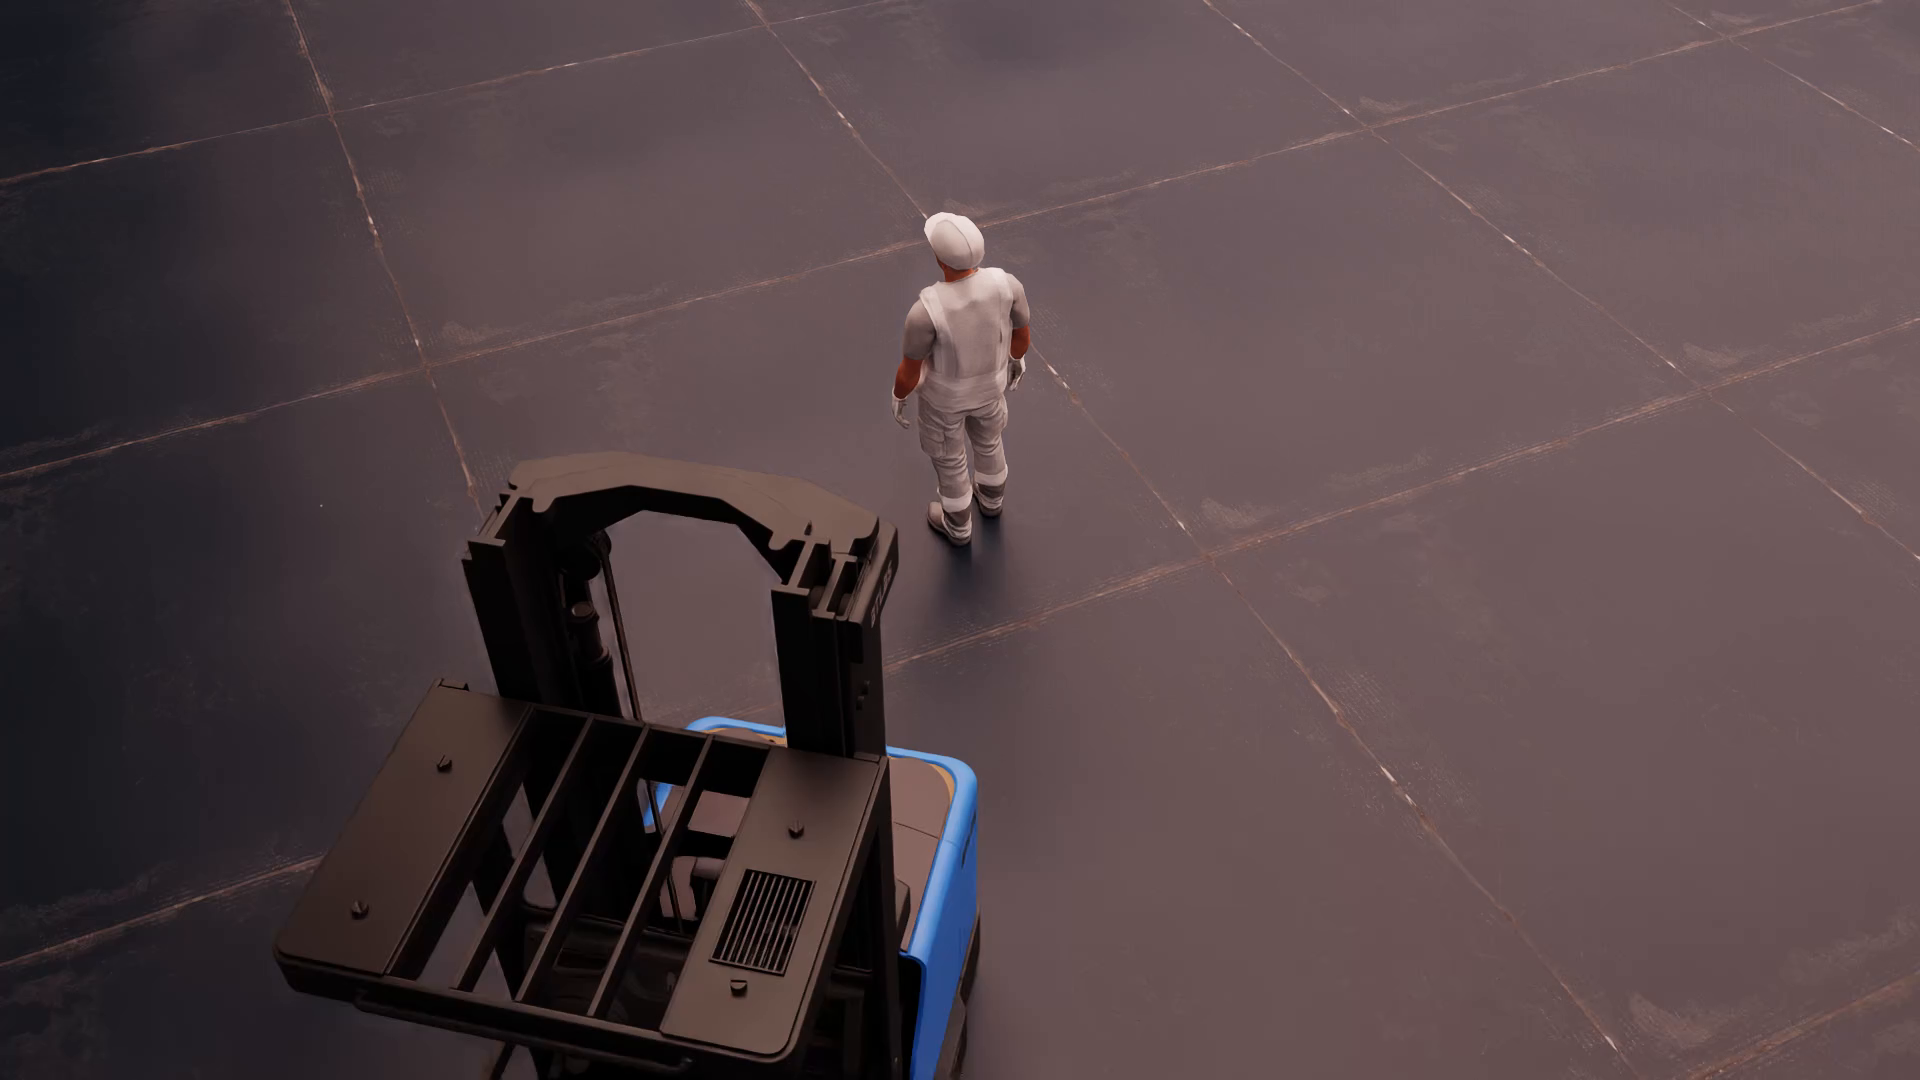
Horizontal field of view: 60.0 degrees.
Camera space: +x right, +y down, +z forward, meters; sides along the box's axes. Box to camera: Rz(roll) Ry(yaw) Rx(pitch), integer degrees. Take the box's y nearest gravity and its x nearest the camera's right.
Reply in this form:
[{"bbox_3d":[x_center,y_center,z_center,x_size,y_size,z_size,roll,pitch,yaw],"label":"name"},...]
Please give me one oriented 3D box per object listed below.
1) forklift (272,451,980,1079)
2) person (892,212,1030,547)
[{"bbox_3d":[-0.751,1.352,4.232,1.130,2.935,3.031,9,44,9],"label":"forklift"},{"bbox_3d":[-0.024,-0.712,7.270,0.638,1.789,0.562,-18,46,-18],"label":"person"}]
